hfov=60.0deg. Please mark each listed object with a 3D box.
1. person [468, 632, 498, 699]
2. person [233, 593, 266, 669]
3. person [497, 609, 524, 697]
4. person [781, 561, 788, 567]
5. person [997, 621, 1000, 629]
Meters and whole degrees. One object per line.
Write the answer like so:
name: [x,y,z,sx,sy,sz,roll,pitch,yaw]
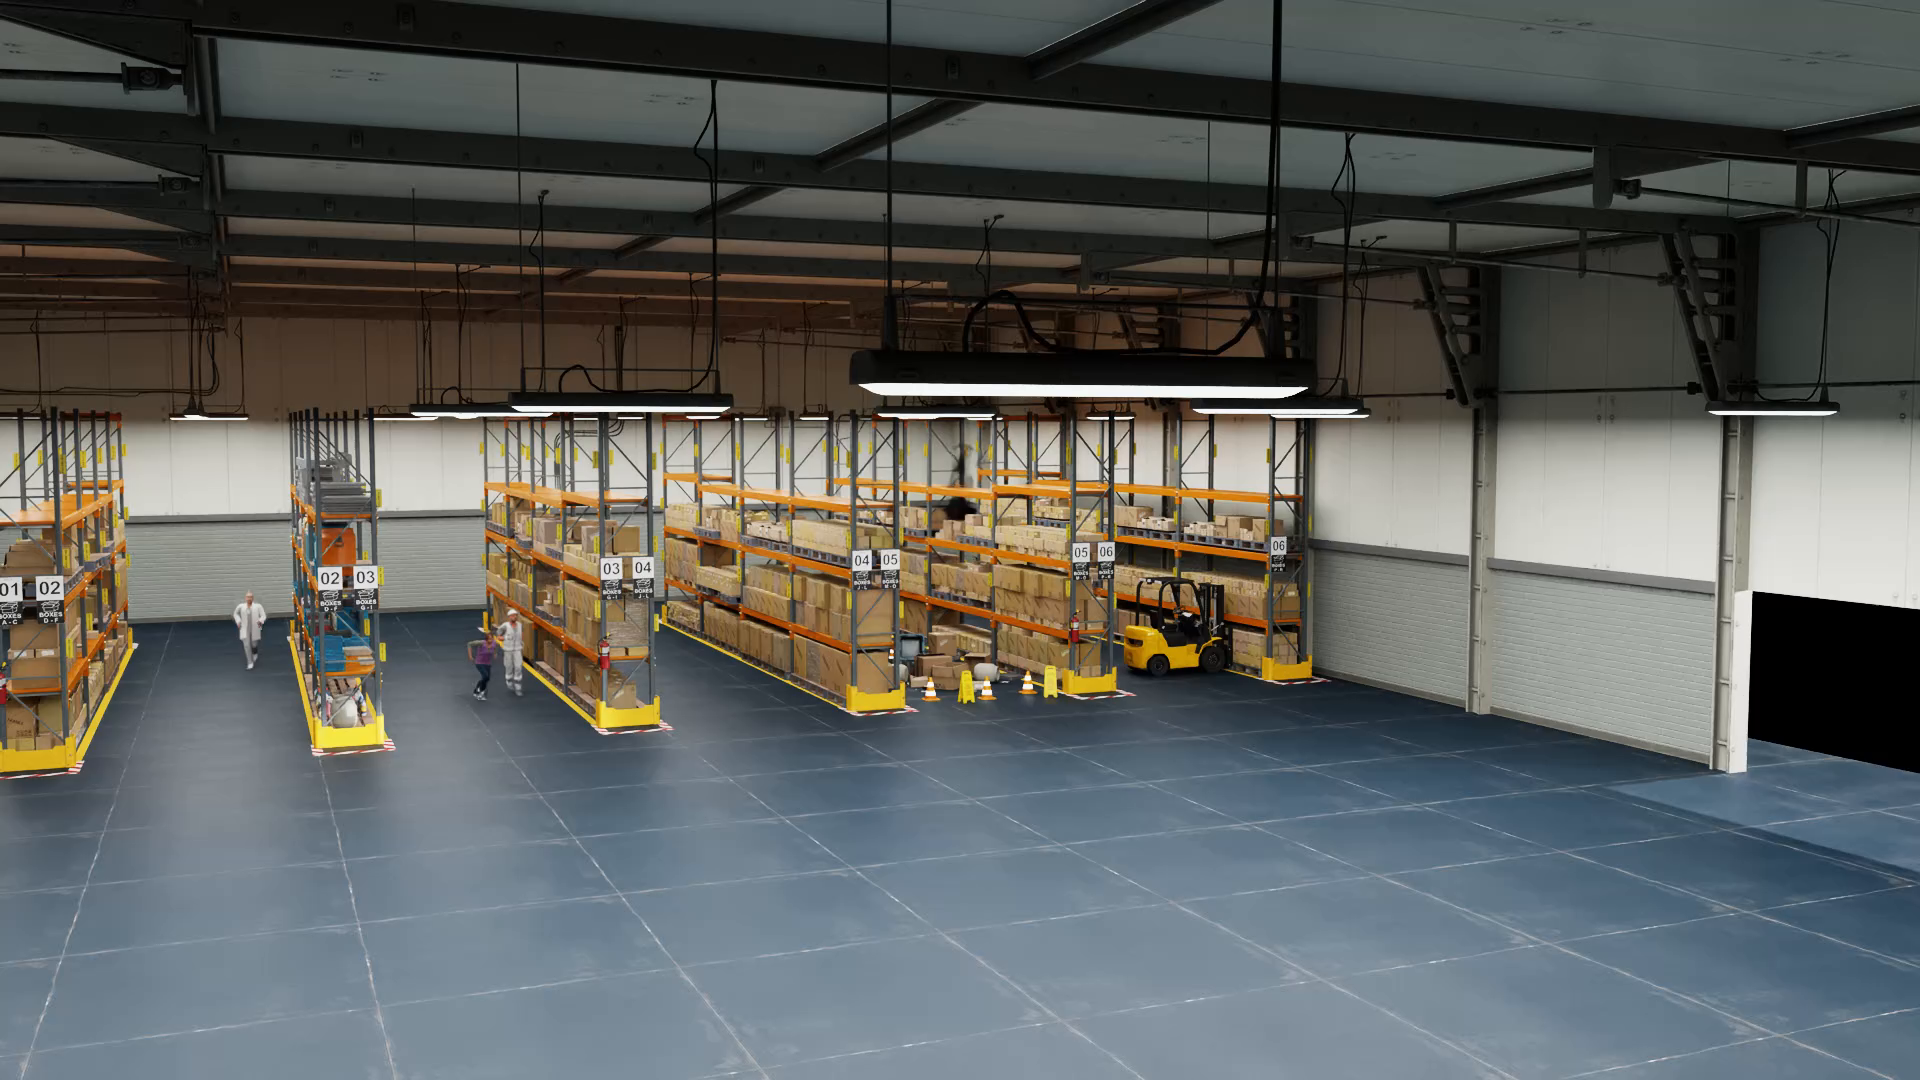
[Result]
person: [-9.839,2.590,34.277,0.568,1.435,0.867,-4,5,-42]
person: [-16.701,2.121,39.107,0.711,1.765,0.880,-1,4,-20]
person: [-9.478,2.380,35.114,0.616,1.851,0.792,-2,5,-28]
person: [-5.476,1.326,50.509,0.531,1.717,0.699,-3,5,-34]
person: [1.185,1.635,45.823,0.599,1.821,0.831,-2,5,-29]
